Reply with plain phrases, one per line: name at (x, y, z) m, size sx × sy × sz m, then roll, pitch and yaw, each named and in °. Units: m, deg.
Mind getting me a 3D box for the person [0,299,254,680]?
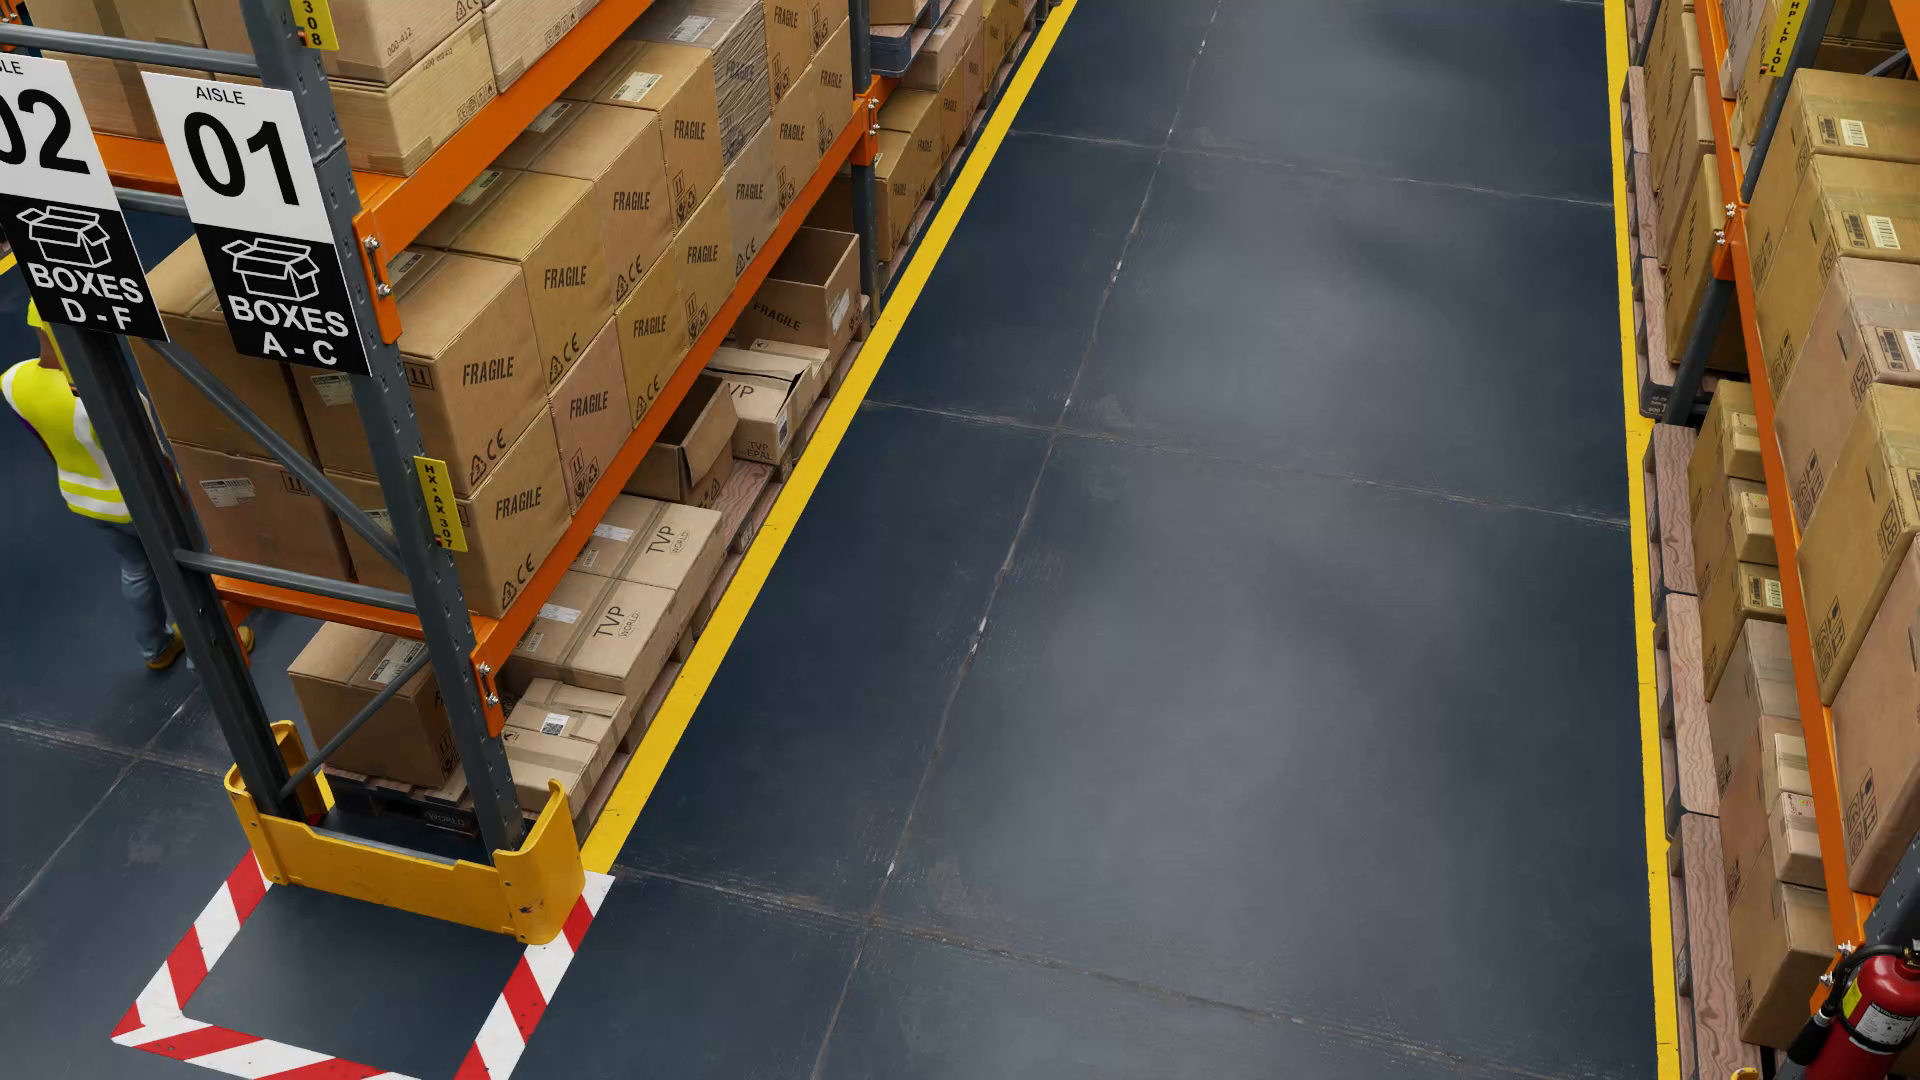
person at (-3.200, -0.192, 6.374) m, size 0.573 × 1.752 × 0.384 m, roll 13°, pitch 42°, yaw 15°
